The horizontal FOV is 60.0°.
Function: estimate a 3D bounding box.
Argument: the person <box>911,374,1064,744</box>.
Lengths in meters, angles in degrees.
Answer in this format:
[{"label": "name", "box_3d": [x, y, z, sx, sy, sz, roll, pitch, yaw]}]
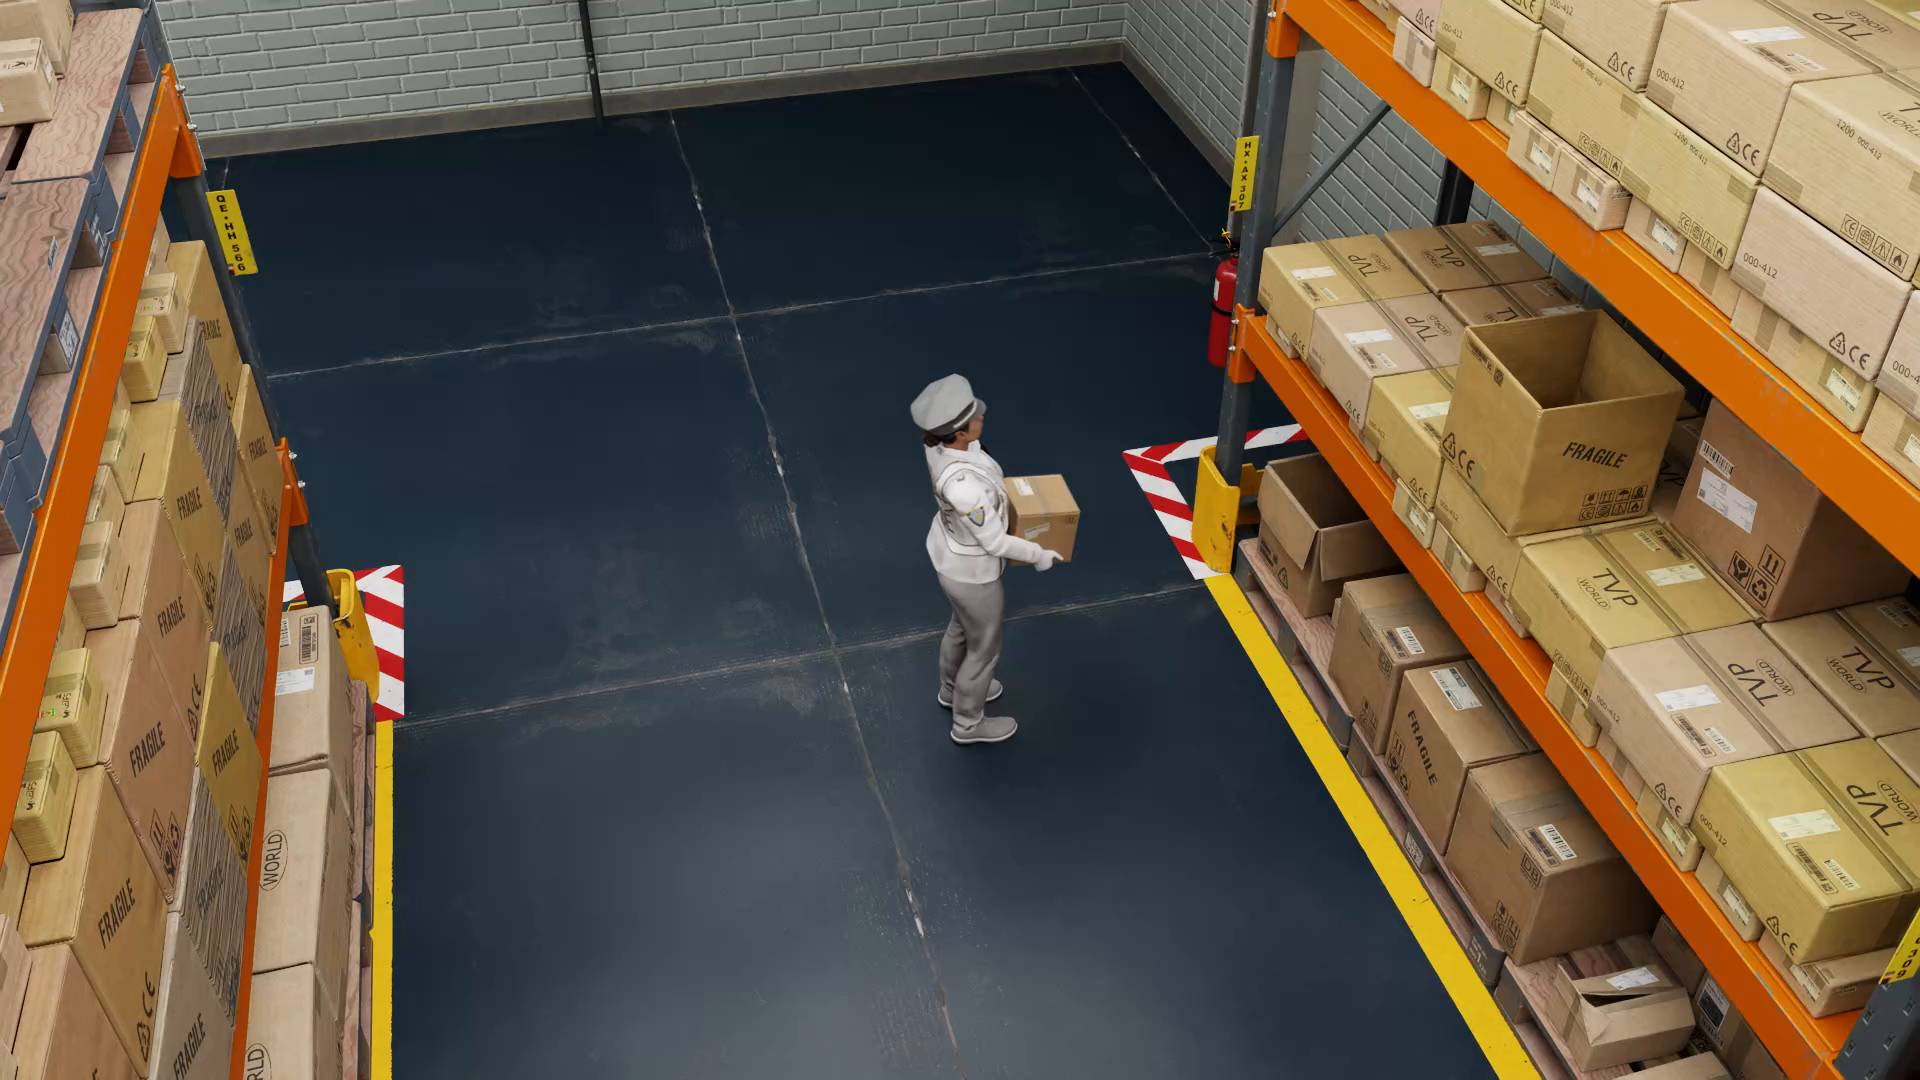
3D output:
[{"label": "person", "box_3d": [0.101, 0.081, 6.591, 0.556, 1.686, 0.454, -9, 39, -11]}]
